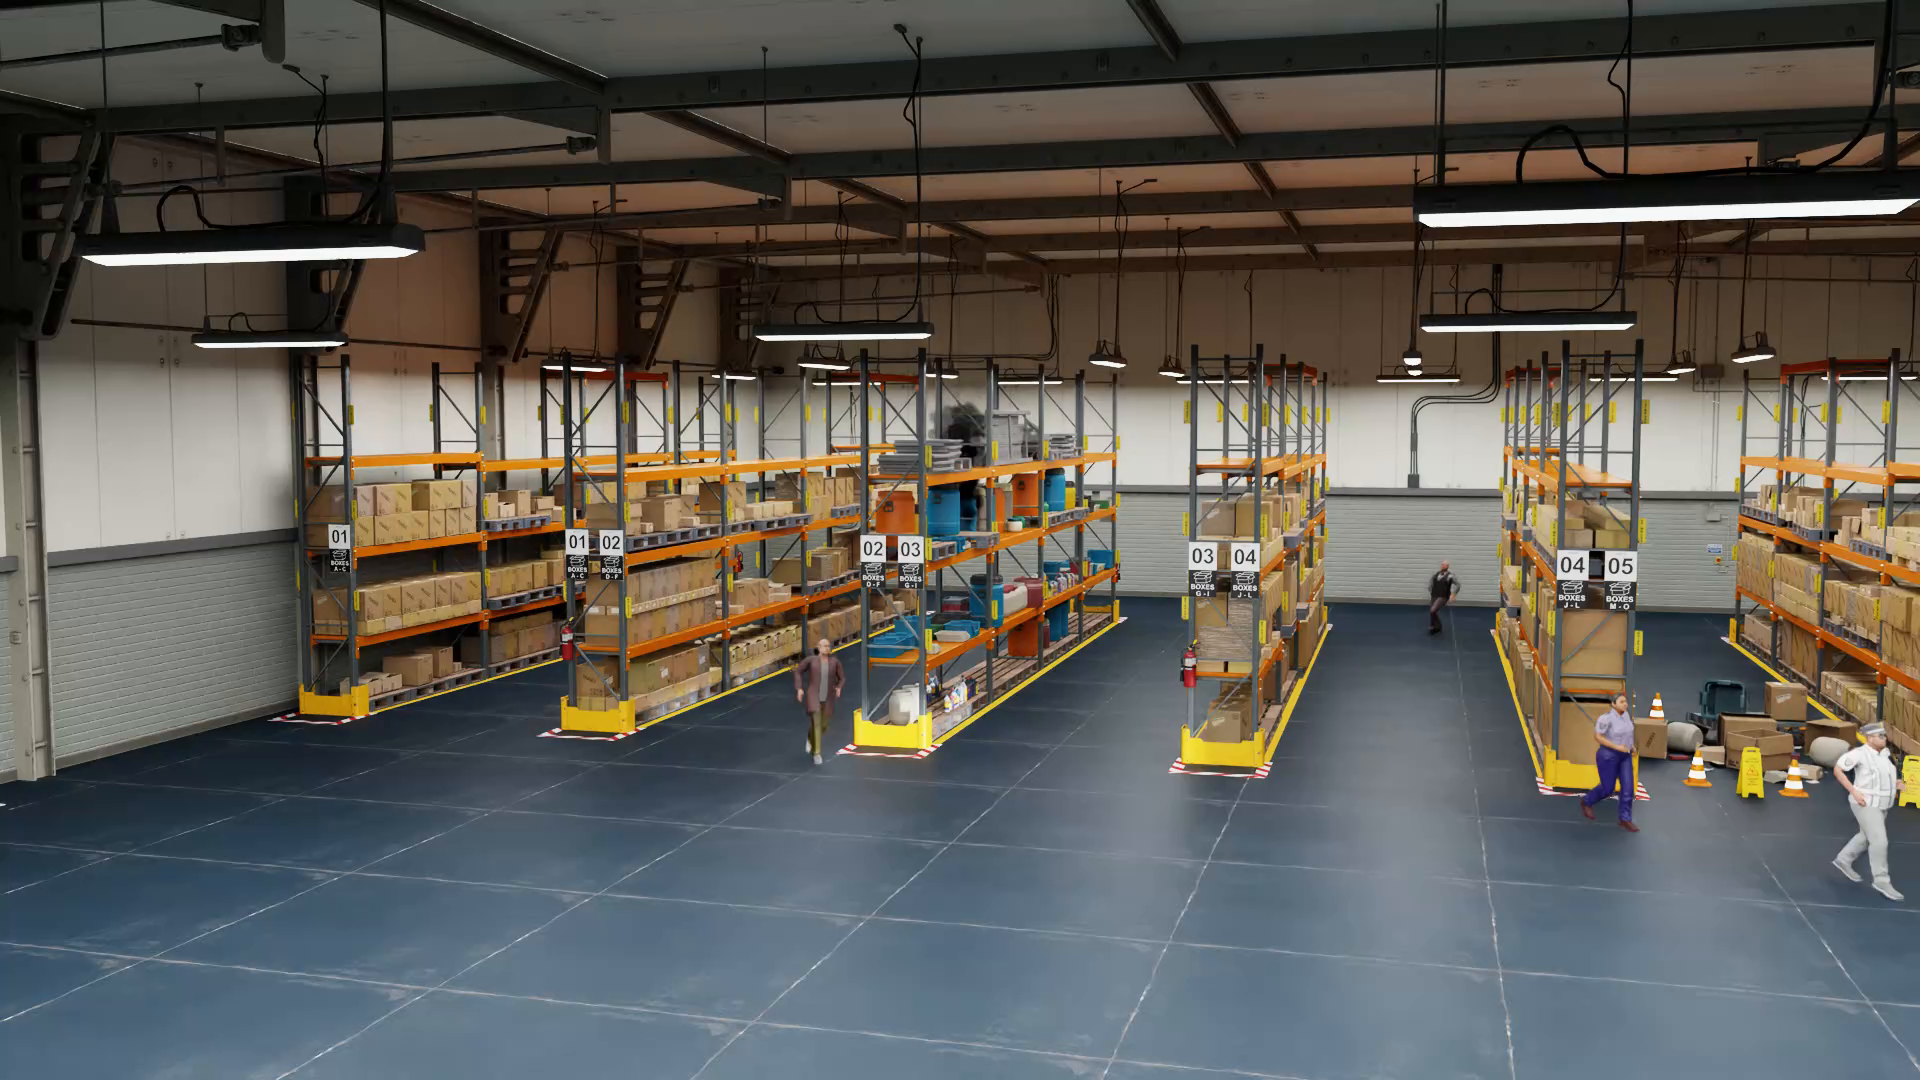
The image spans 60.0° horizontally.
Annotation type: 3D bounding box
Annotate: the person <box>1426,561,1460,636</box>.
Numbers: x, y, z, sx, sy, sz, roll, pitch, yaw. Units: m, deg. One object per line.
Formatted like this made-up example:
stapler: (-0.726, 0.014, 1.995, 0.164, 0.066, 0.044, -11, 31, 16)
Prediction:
person: (10.919, 1.343, 37.860, 0.645, 1.728, 0.698, -3, 5, -34)

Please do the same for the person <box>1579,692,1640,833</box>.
person: (7.959, 2.671, 20.255, 0.629, 1.660, 0.803, -2, 5, -24)

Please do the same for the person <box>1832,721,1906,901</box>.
person: (9.567, 2.793, 17.476, 0.666, 1.808, 0.854, -3, 5, -31)

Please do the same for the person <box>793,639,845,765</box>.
person: (-2.016, 2.331, 24.199, 0.758, 1.757, 0.836, -2, 5, -20)
